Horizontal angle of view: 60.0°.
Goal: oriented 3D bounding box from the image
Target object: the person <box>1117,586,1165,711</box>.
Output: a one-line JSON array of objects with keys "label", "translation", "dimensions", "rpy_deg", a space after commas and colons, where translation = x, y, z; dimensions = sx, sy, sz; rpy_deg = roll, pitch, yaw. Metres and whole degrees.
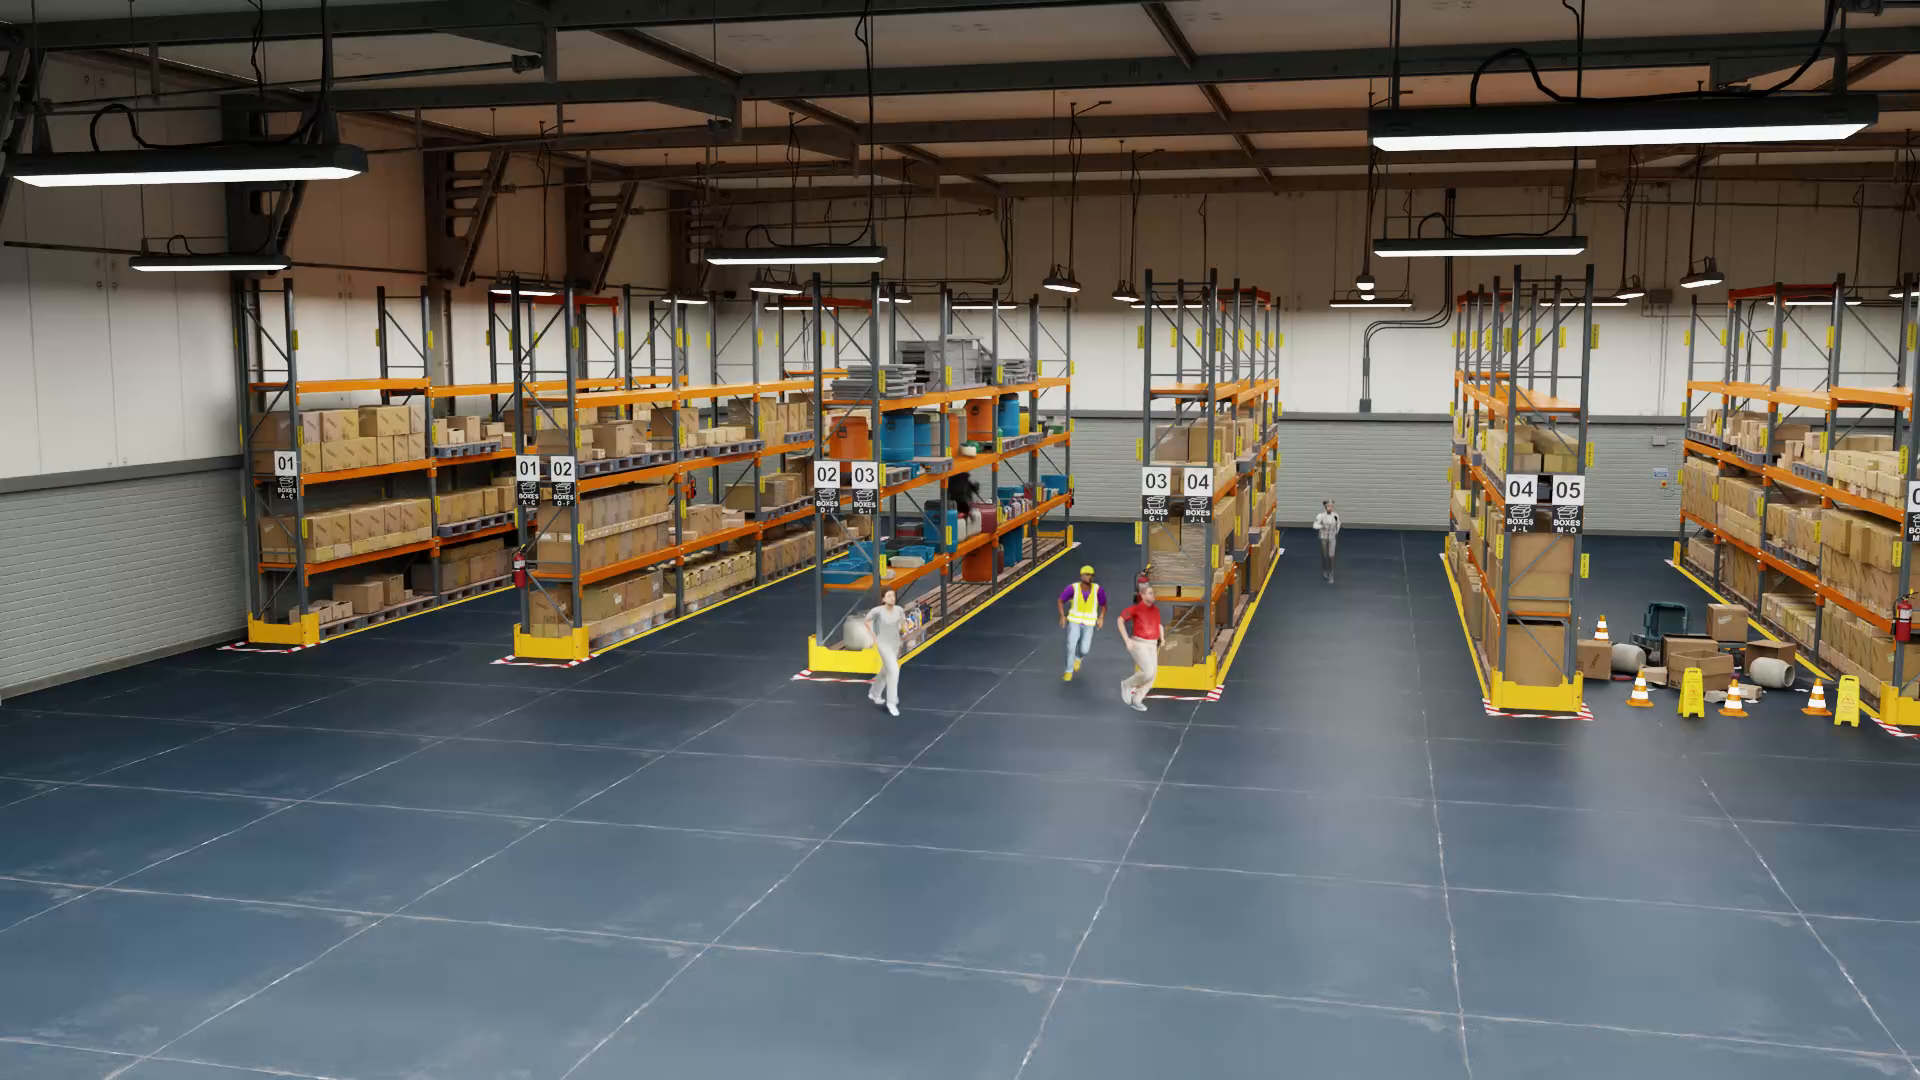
[{"label": "person", "translation": [2.549, 1.475, 22.671], "dimensions": [0.714, 1.670, 0.535], "rpy_deg": [-6, 9, -43]}]

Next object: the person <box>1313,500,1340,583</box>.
[{"label": "person", "translation": [7.647, 0.021, 34.688], "dimensions": [0.579, 1.759, 0.756], "rpy_deg": [1, 7, 8]}]

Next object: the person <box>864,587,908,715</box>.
[{"label": "person", "translation": [-0.977, 1.488, 22.566], "dimensions": [0.539, 1.731, 0.762], "rpy_deg": [-6, 9, -39]}]

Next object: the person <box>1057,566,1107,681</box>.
[{"label": "person", "translation": [1.805, 1.224, 24.621], "dimensions": [0.746, 1.695, 0.550], "rpy_deg": [0, 7, 1]}]

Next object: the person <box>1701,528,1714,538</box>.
[{"label": "person", "translation": [17.239, -0.359, 38.303], "dimensions": [0.673, 1.558, 0.490], "rpy_deg": [-6, 9, -40]}]
